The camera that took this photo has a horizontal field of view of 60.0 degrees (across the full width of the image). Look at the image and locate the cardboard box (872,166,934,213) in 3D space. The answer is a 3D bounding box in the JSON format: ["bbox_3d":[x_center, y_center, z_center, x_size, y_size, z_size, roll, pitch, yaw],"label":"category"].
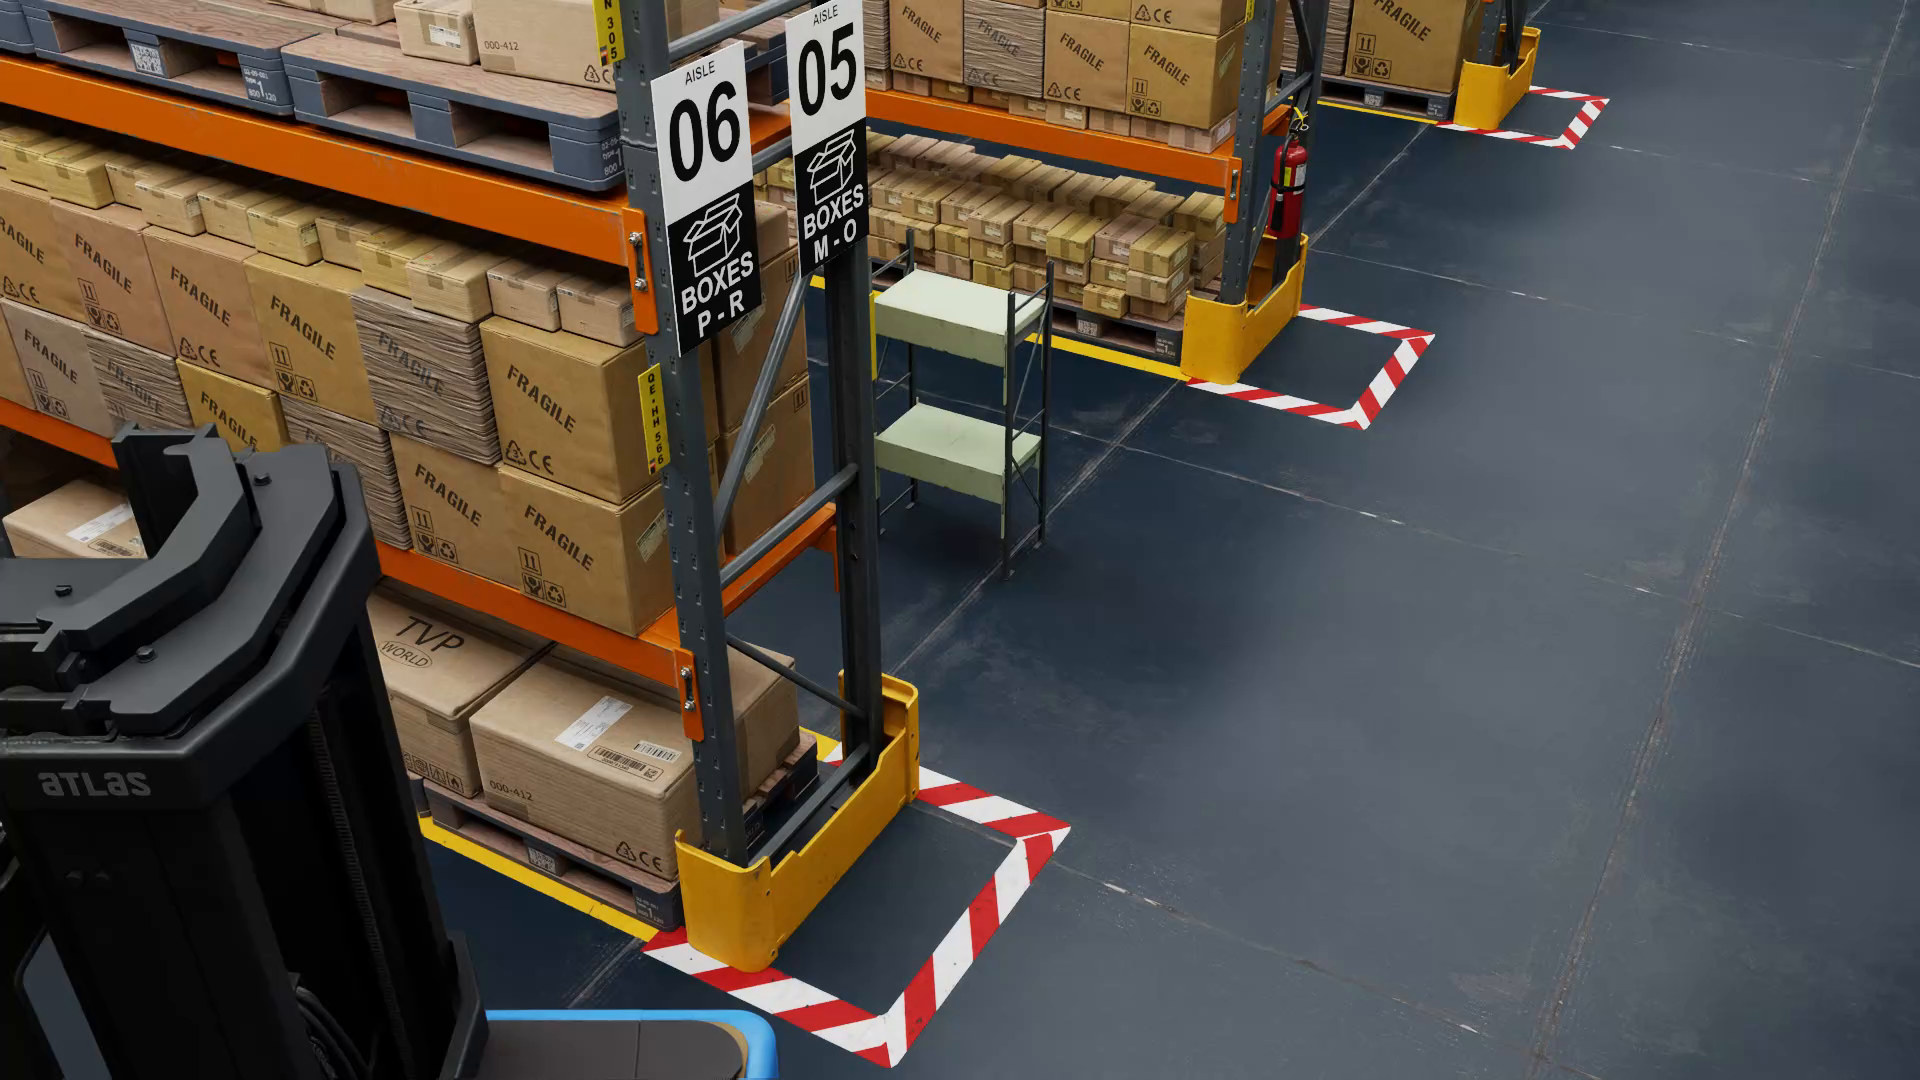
[{"bbox_3d":[-0.358,-2.221,10.535,0.250,0.149,0.380,16,37,22],"label":"cardboard box"}]

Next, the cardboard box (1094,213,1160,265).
[{"bbox_3d":[0.994,-1.791,9.890,0.250,0.149,0.380,18,38,25],"label":"cardboard box"}]

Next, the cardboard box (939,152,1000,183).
[{"bbox_3d":[0.065,-2.354,10.735,0.250,0.149,0.380,18,38,25],"label":"cardboard box"}]

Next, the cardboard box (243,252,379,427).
[{"bbox_3d":[-2.032,-0.768,5.705,0.500,0.500,0.500,17,37,24],"label":"cardboard box"}]

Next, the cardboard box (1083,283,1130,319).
[{"bbox_3d":[0.935,-1.489,9.974,0.250,0.149,0.380,19,38,26],"label":"cardboard box"}]

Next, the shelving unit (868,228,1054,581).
[{"bbox_3d":[-0.006,-0.626,7.837,0.755,1.500,0.431,18,37,24],"label":"shelving unit"}]

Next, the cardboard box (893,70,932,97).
[{"bbox_3d":[-0.197,-2.805,9.982,0.250,0.149,0.380,19,38,26],"label":"cardboard box"}]

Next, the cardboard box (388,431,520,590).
[{"bbox_3d":[-1.578,-0.217,5.780,0.500,0.500,0.500,17,37,23],"label":"cardboard box"}]

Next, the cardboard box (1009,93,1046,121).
[{"bbox_3d":[0.476,-2.578,9.641,0.250,0.149,0.380,16,37,22],"label":"cardboard box"}]

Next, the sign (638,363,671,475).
[{"bbox_3d":[-0.881,-0.348,4.808,0.005,0.325,0.100,18,37,24],"label":"sign"}]

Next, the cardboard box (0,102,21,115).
[{"bbox_3d":[-3.696,-1.578,6.336,0.250,0.149,0.380,18,38,25],"label":"cardboard box"}]

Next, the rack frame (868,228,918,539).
[{"bbox_3d":[-0.324,-0.727,7.988,0.023,1.500,0.400,18,37,24],"label":"rack frame"}]

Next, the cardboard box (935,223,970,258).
[{"bbox_3d":[0.048,-1.912,10.340,0.250,0.149,0.380,20,38,27],"label":"cardboard box"}]

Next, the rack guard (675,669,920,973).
[{"bbox_3d":[-0.578,1.022,6.264,0.348,0.500,1.175,18,37,24],"label":"rack guard"}]

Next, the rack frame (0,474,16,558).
[{"bbox_3d":[-4.072,-1.125,7.233,0.127,3.000,1.000,18,37,24],"label":"rack frame"}]

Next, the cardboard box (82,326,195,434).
[{"bbox_3d":[-2.931,-0.631,6.402,0.500,0.500,0.500,18,38,25],"label":"cardboard box"}]

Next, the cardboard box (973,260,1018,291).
[{"bbox_3d":[0.275,-1.705,10.297,0.250,0.149,0.380,16,37,22],"label":"cardboard box"}]

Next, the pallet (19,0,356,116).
[{"bbox_3d":[-2.312,-1.771,5.576,1.213,0.211,1.003,18,37,24],"label":"pallet"}]

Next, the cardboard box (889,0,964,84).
[{"bbox_3d":[-0.066,-3.021,9.722,0.500,0.500,0.500,20,38,27],"label":"cardboard box"}]

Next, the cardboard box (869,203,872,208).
[{"bbox_3d":[-0.594,-2.155,10.704,0.250,0.149,0.380,19,38,27],"label":"cardboard box"}]

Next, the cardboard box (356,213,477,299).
[{"bbox_3d":[-1.707,-0.933,5.367,0.250,0.149,0.380,18,38,25],"label":"cardboard box"}]

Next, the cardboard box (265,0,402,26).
[{"bbox_3d":[-1.874,-1.888,5.285,0.500,0.311,0.500,18,38,25],"label":"cardboard box"}]

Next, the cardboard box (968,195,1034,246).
[{"bbox_3d":[0.252,-1.950,10.128,0.250,0.149,0.380,19,38,26],"label":"cardboard box"}]

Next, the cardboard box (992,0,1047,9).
[{"bbox_3d":[0.353,-3.301,9.240,0.500,0.500,0.500,20,38,27],"label":"cardboard box"}]

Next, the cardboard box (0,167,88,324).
[{"bbox_3d":[-3.343,-1.193,6.344,0.500,0.500,0.500,17,37,24],"label":"cardboard box"}]

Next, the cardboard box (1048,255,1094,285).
[{"bbox_3d":[0.717,-1.697,10.016,0.250,0.149,0.380,16,37,23],"label":"cardboard box"}]

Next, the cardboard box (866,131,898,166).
[{"bbox_3d":[-0.618,-2.573,11.064,0.250,0.149,0.380,19,38,26],"label":"cardboard box"}]

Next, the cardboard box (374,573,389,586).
[{"bbox_3d":[-2.803,0.237,7.121,0.875,0.438,0.875,16,37,23],"label":"cardboard box"}]

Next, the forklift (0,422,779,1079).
[{"bbox_3d":[-1.990,1.195,3.812,3.031,2.935,1.130,0,34,0],"label":"forklift"}]

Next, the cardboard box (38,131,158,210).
[{"bbox_3d":[-3.052,-1.343,5.984,0.250,0.149,0.380,16,37,23],"label":"cardboard box"}]

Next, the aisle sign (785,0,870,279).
[{"bbox_3d":[-0.393,-1.227,5.040,0.004,0.787,0.394,18,37,24],"label":"aisle sign"}]

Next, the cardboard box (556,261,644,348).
[{"bbox_3d":[-1.010,-0.755,5.100,0.250,0.149,0.380,18,38,25],"label":"cardboard box"}]

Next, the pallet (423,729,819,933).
[{"bbox_3d":[-1.332,0.954,6.628,1.213,0.211,1.003,18,37,24],"label":"pallet"}]

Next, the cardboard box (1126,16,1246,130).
[{"bbox_3d":[1.251,-2.600,9.090,0.500,0.500,0.500,18,38,25],"label":"cardboard box"}]

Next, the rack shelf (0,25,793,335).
[{"bbox_3d":[-2.336,-1.524,5.775,4.000,0.370,1.077,18,37,24],"label":"rack shelf"}]

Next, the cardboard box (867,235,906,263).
[{"bbox_3d":[-0.400,-1.931,10.637,0.250,0.149,0.380,17,37,23],"label":"cardboard box"}]

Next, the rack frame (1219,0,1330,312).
[{"bbox_3d":[1.769,-2.435,9.200,0.127,3.000,1.000,18,37,24],"label":"rack frame"}]

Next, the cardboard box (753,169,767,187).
[{"bbox_3d":[-1.298,-2.472,10.912,0.250,0.149,0.380,20,38,27],"label":"cardboard box"}]

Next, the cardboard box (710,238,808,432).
[{"bbox_3d":[-0.875,-0.752,5.680,0.500,0.500,0.500,17,37,23],"label":"cardboard box"}]

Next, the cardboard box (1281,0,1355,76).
[{"bbox_3d":[2.932,-4.472,13.798,0.875,0.875,0.875,18,37,24],"label":"cardboard box"}]

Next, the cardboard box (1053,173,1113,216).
[{"bbox_3d":[0.772,-2.155,10.437,0.250,0.149,0.380,16,37,22],"label":"cardboard box"}]

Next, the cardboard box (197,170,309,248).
[{"bbox_3d":[-2.364,-1.161,5.709,0.250,0.149,0.380,19,38,26],"label":"cardboard box"}]

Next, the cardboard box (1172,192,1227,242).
[{"bbox_3d":[1.483,-1.978,10.171,0.250,0.149,0.380,16,37,22],"label":"cardboard box"}]

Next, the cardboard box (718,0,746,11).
[{"bbox_3d":[-1.399,-3.443,10.355,0.500,0.500,0.500,17,37,24],"label":"cardboard box"}]

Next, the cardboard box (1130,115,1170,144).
[{"bbox_3d":[1.148,-2.370,9.330,0.250,0.149,0.380,18,37,24],"label":"cardboard box"}]

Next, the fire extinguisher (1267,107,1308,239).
[{"bbox_3d":[1.759,-1.956,8.887,0.183,0.674,0.296,18,37,24],"label":"fire extinguisher"}]

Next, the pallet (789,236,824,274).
[{"bbox_3d":[-1.103,-2.207,11.373,1.213,0.211,1.003,18,37,24],"label":"pallet"}]
